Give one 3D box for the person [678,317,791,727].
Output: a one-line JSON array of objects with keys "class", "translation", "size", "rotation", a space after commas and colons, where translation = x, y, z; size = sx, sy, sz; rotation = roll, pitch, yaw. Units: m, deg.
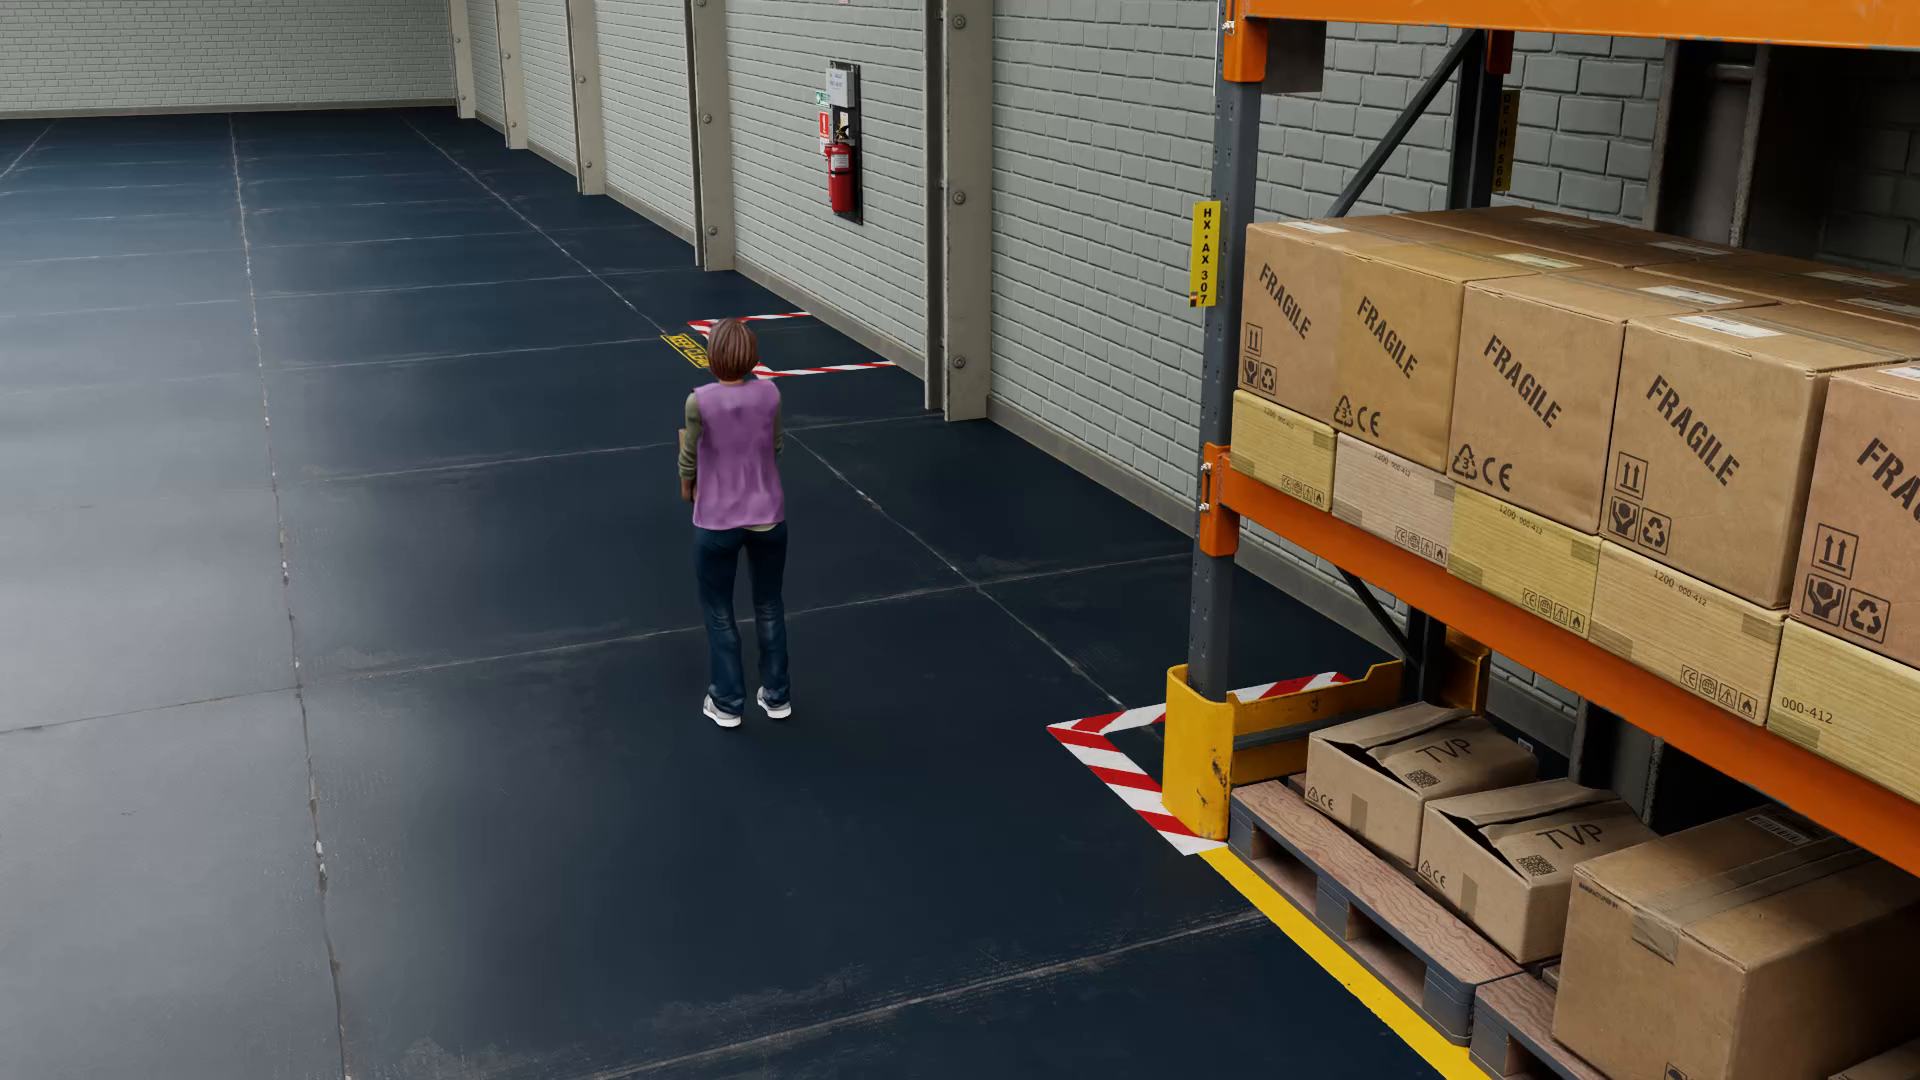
[{"class": "person", "translation": [-0.862, -0.086, 6.337], "size": [0.404, 1.594, 0.494], "rotation": [-8, 21, -21]}]
